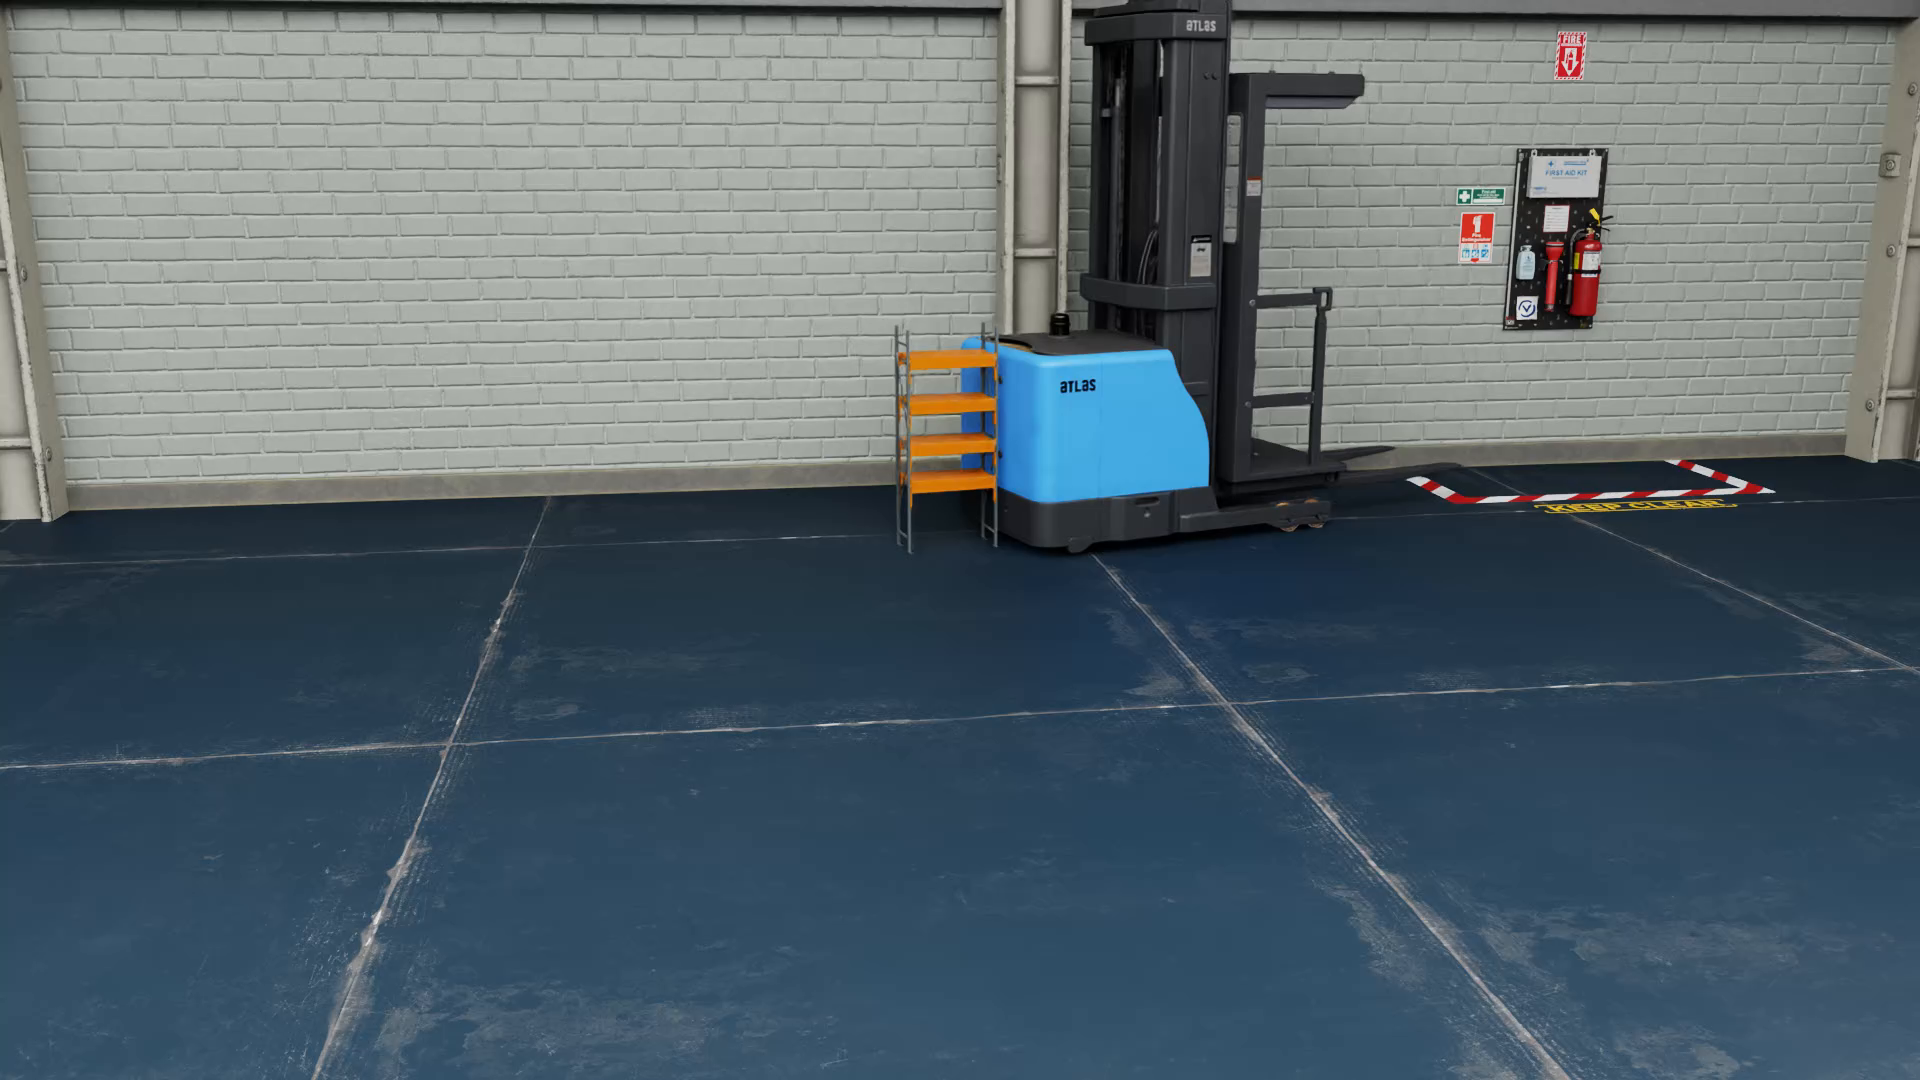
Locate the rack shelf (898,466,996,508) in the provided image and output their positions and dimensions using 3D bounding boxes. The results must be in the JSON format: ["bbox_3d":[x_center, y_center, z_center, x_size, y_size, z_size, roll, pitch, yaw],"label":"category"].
[{"bbox_3d":[-0.072,-0.290,9.006,0.480,0.148,0.258,-4,15,-17],"label":"rack shelf"}]

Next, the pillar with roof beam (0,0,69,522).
[{"bbox_3d":[-4.849,-3.467,4.546,0.400,9.000,9.100,-2,14,-8],"label":"pillar with roof beam"}]

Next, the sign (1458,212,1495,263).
[{"bbox_3d":[3.365,-1.969,10.833,0.234,0.329,0.001,-2,14,-8],"label":"sign"}]

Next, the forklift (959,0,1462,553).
[{"bbox_3d":[1.550,-1.575,9.478,3.031,2.935,1.130,-7,16,-25],"label":"forklift"}]

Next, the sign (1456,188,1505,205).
[{"bbox_3d":[3.370,-2.224,10.761,0.331,0.109,0.001,-2,14,-8],"label":"sign"}]

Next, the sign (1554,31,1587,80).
[{"bbox_3d":[3.904,-3.095,10.631,0.199,0.298,0.001,-2,14,-8],"label":"sign"}]

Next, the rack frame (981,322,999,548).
[{"bbox_3d":[0.160,-0.566,9.014,0.015,1.200,0.240,-4,15,-17],"label":"rack frame"}]

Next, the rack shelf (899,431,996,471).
[{"bbox_3d":[-0.072,-0.483,8.958,0.480,0.148,0.258,-4,15,-17],"label":"rack shelf"}]

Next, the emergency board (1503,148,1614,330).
[{"bbox_3d":[3.927,-1.947,10.818,0.643,1.169,0.194,-2,14,-8],"label":"emergency board"}]

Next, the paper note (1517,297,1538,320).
[{"bbox_3d":[3.741,-1.530,10.966,0.142,0.148,0.016,-2,14,-8],"label":"paper note"}]

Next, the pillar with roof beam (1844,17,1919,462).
[{"bbox_3d":[7.017,-3.902,6.280,0.400,9.000,9.100,-2,14,-8],"label":"pillar with roof beam"}]

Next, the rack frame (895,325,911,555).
[{"bbox_3d":[-0.305,-0.530,8.870,0.015,1.200,0.240,-4,15,-17],"label":"rack frame"}]

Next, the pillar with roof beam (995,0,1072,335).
[{"bbox_3d":[1.084,-3.684,5.413,0.400,9.000,9.100,-2,14,-8],"label":"pillar with roof beam"}]

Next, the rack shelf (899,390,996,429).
[{"bbox_3d":[-0.072,-0.700,8.903,0.480,0.148,0.258,-4,15,-17],"label":"rack shelf"}]

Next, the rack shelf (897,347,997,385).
[{"bbox_3d":[-0.072,-0.929,8.846,0.480,0.148,0.258,-4,15,-17],"label":"rack shelf"}]

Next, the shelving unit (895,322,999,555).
[{"bbox_3d":[-0.072,-0.548,8.942,0.503,1.200,0.258,-4,15,-17],"label":"shelving unit"}]
